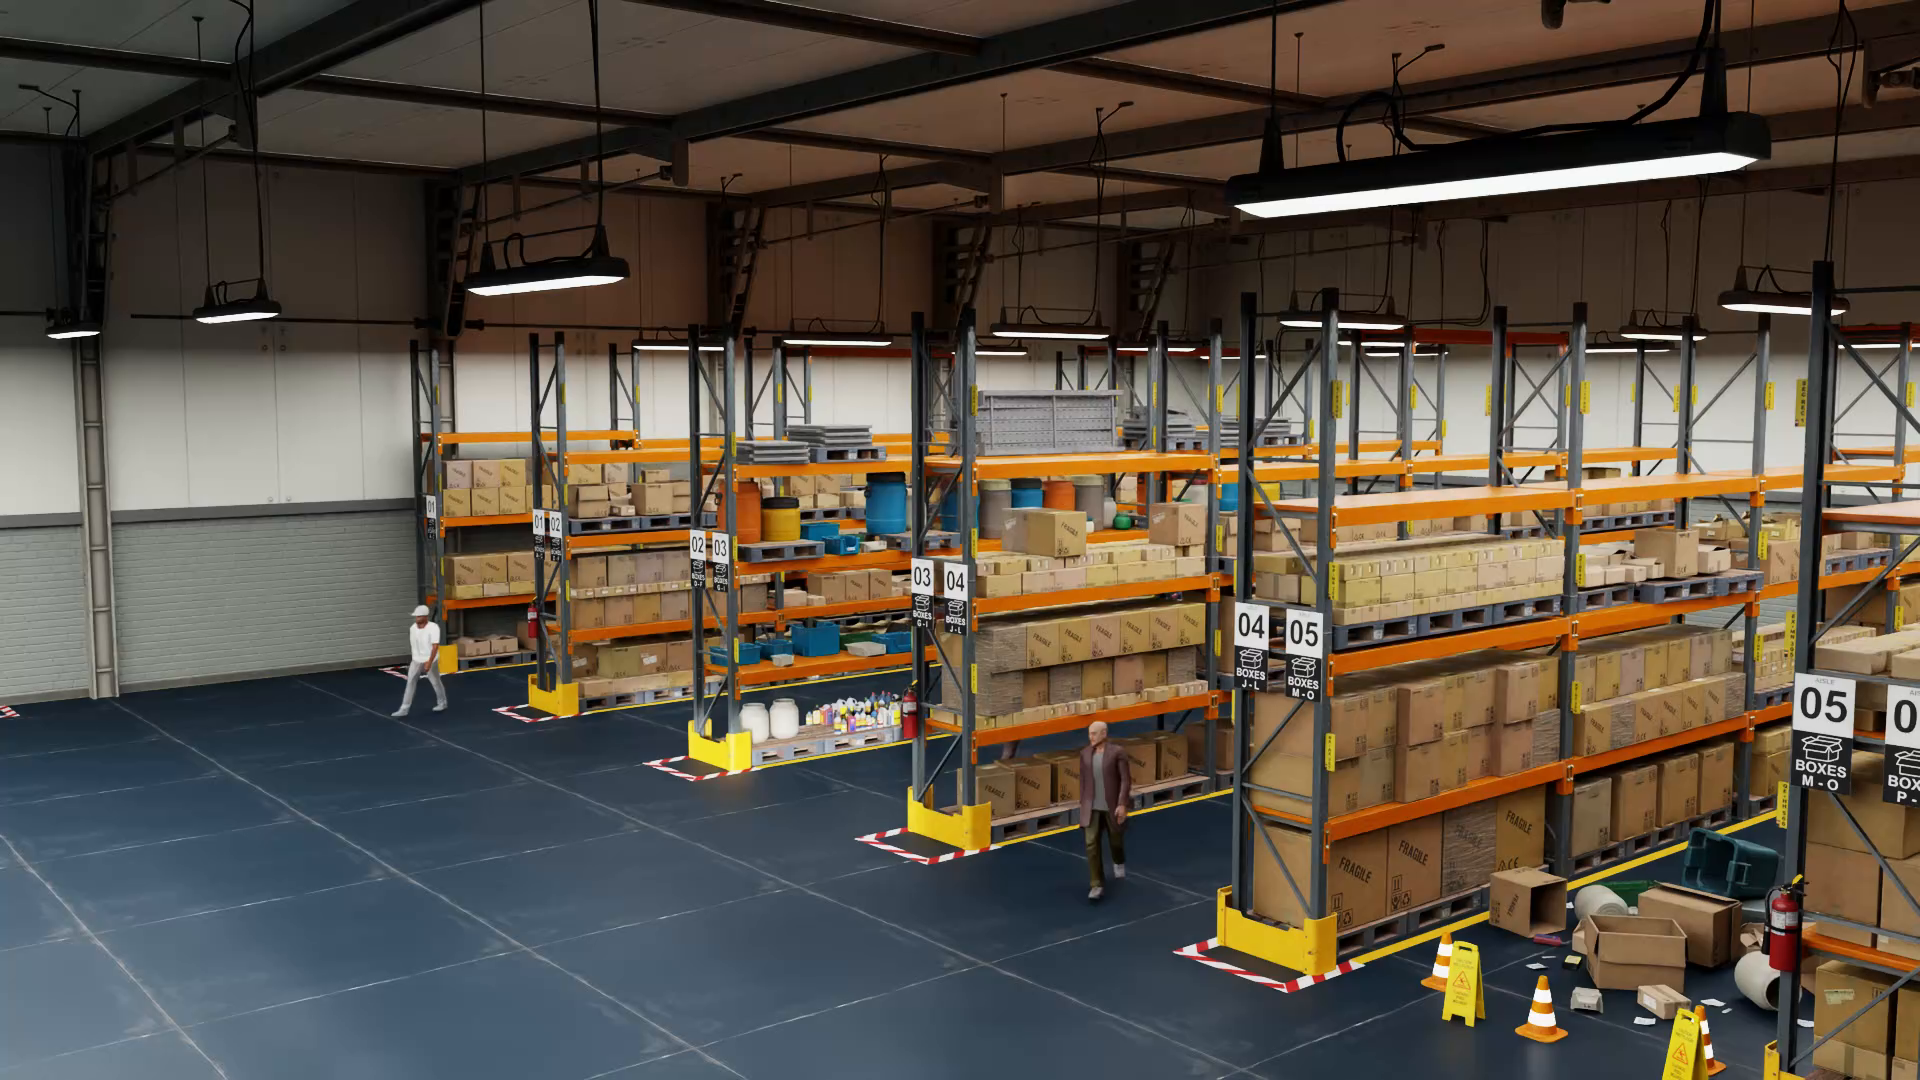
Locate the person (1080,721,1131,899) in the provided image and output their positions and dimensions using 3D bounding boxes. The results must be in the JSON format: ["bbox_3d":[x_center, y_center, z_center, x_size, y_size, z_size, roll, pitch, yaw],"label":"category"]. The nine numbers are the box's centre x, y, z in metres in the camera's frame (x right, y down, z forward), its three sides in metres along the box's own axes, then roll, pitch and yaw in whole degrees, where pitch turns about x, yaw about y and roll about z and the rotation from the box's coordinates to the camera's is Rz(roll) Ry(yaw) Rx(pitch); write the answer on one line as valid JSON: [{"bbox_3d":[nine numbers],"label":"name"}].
[{"bbox_3d":[1.473,2.724,16.997,0.580,1.740,0.952,2,6,19],"label":"person"}]

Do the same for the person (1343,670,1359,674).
[{"bbox_3d":[4.757,2.440,20.226,0.665,1.779,0.583,-5,7,-40],"label":"person"}]

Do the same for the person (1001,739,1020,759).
[{"bbox_3d":[0.679,2.361,21.363,0.526,1.770,0.613,5,7,42],"label":"person"}]

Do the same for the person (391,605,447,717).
[{"bbox_3d":[-8.417,1.874,26.009,0.591,1.709,0.998,2,6,16],"label":"person"}]
